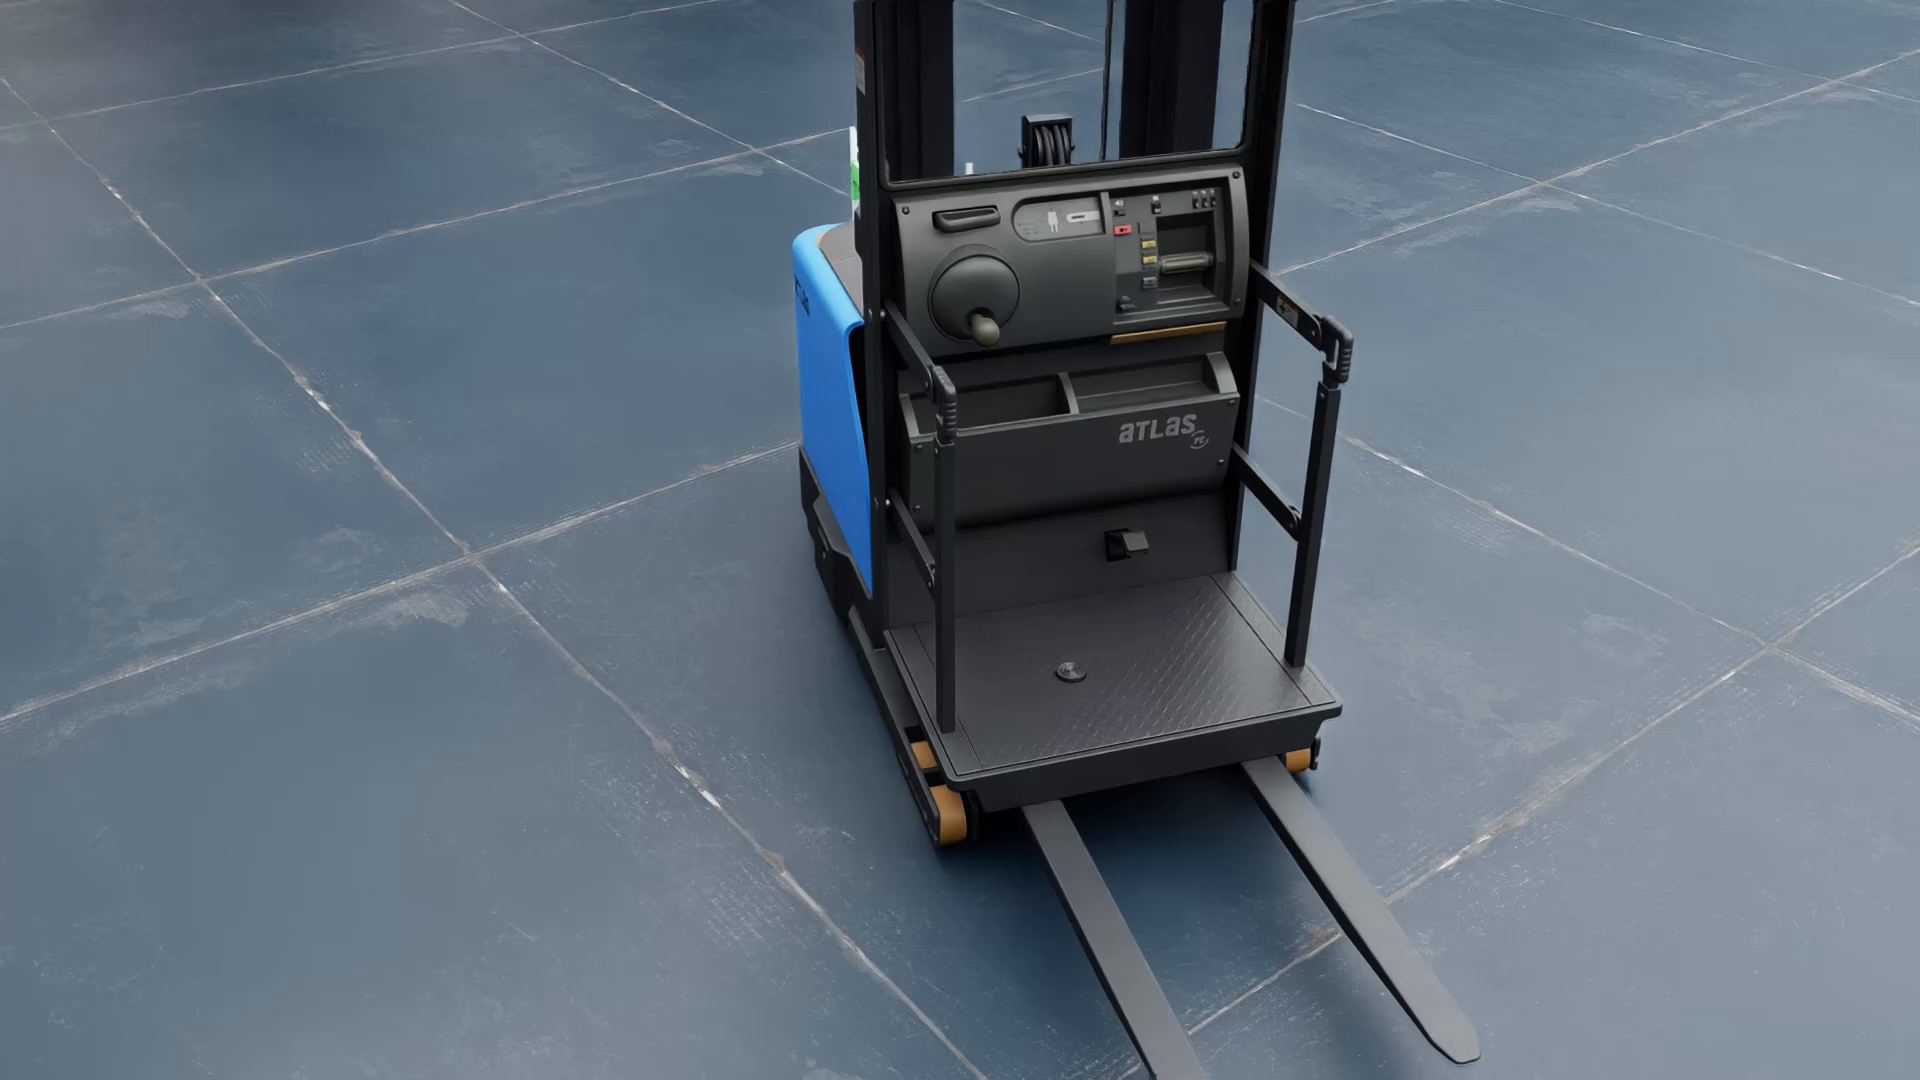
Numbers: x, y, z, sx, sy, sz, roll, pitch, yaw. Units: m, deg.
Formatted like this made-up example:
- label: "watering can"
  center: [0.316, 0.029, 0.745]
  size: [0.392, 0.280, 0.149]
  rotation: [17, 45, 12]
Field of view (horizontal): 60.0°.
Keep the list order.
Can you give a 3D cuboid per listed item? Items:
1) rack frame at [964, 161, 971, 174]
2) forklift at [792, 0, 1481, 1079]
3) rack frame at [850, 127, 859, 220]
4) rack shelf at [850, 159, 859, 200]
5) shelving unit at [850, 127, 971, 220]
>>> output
- label: "rack frame"
  center: [-0.075, -0.712, 5.759]
  size: [0.240, 1.200, 0.015]
  rotation: [-13, 34, -20]
- label: "forklift"
  center: [0.359, -0.666, 4.044]
  size: [1.130, 2.935, 3.031]
  rotation: [-9, 33, -14]
- label: "rack frame"
  center: [-0.272, -0.948, 6.139]
  size: [0.240, 1.200, 0.015]
  rotation: [-13, 34, -20]
- label: "rack shelf"
  center: [-0.173, -1.183, 5.730]
  size: [0.258, 0.148, 0.480]
  rotation: [-13, 34, -20]
- label: "shelving unit"
  center: [-0.173, -0.830, 5.949]
  size: [0.258, 1.200, 0.503]
  rotation: [-13, 34, -20]
